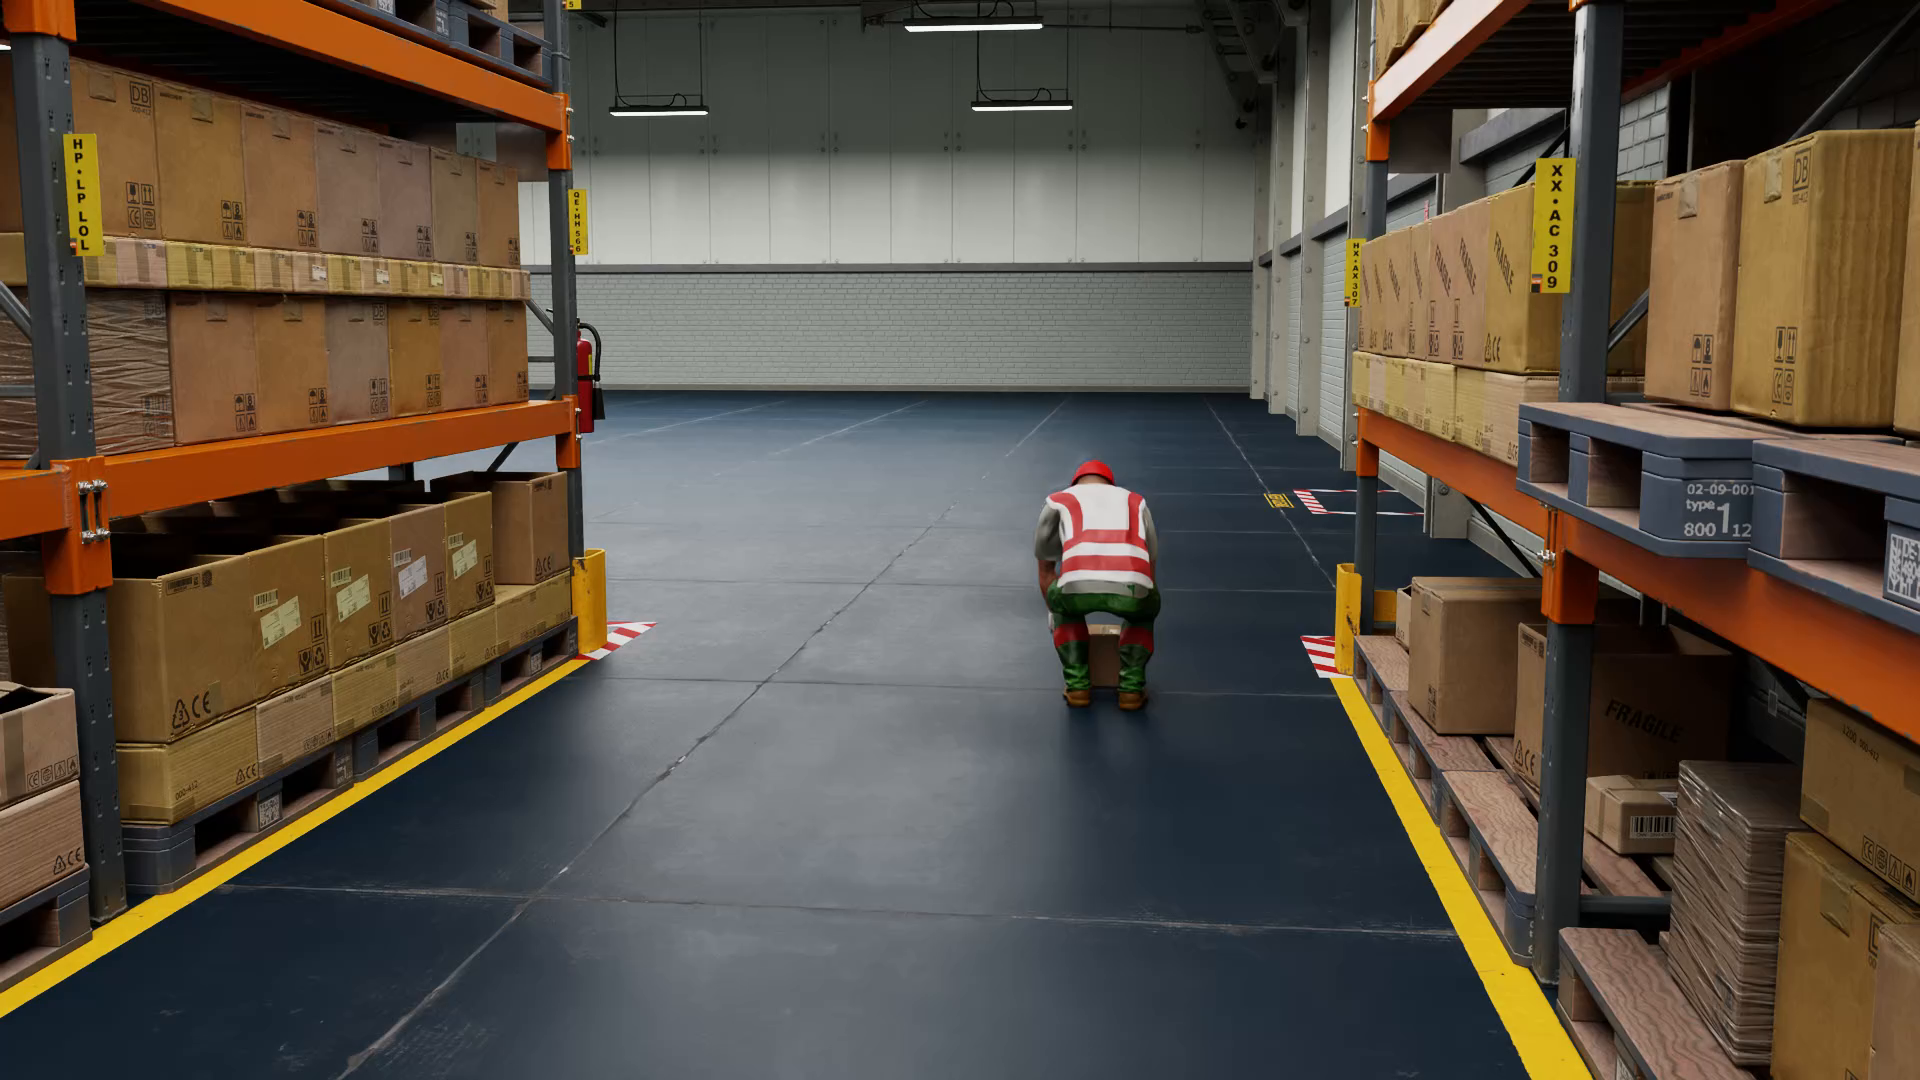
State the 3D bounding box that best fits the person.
[{"bbox_3d":[0.617,0.195,7.505,0.579,1.065,0.870,1,8,6],"label":"person"}]
